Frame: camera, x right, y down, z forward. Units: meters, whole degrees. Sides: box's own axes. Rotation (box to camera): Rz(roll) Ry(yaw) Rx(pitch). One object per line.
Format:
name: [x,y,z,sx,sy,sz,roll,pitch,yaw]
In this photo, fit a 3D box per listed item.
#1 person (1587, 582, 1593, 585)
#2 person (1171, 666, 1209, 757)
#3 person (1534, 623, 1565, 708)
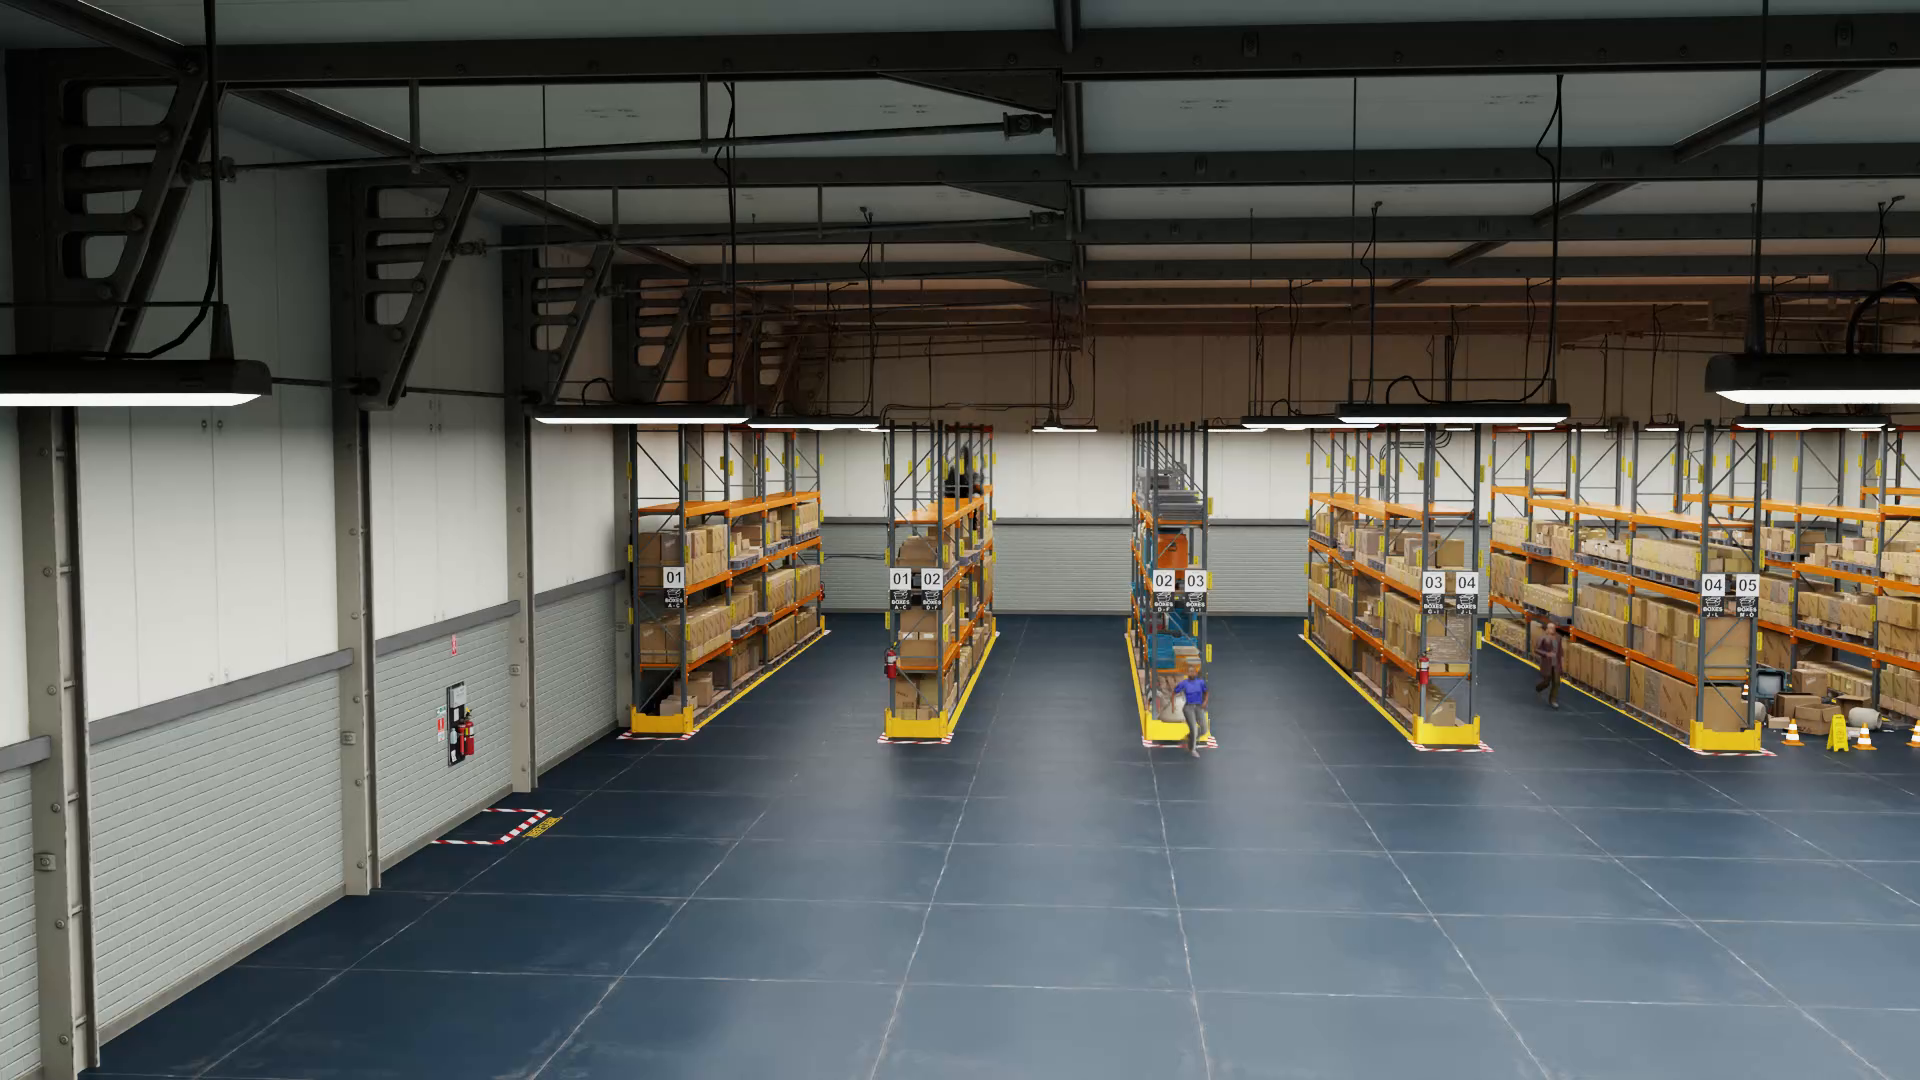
person: [17.005,1.997,44.955,0.676,1.718,0.984,0,4,-6]
person: [4.131,3.058,29.713,0.734,1.625,0.496,-1,4,-23]
person: [12.445,2.621,35.105,0.718,1.746,0.833,-1,4,-8]
